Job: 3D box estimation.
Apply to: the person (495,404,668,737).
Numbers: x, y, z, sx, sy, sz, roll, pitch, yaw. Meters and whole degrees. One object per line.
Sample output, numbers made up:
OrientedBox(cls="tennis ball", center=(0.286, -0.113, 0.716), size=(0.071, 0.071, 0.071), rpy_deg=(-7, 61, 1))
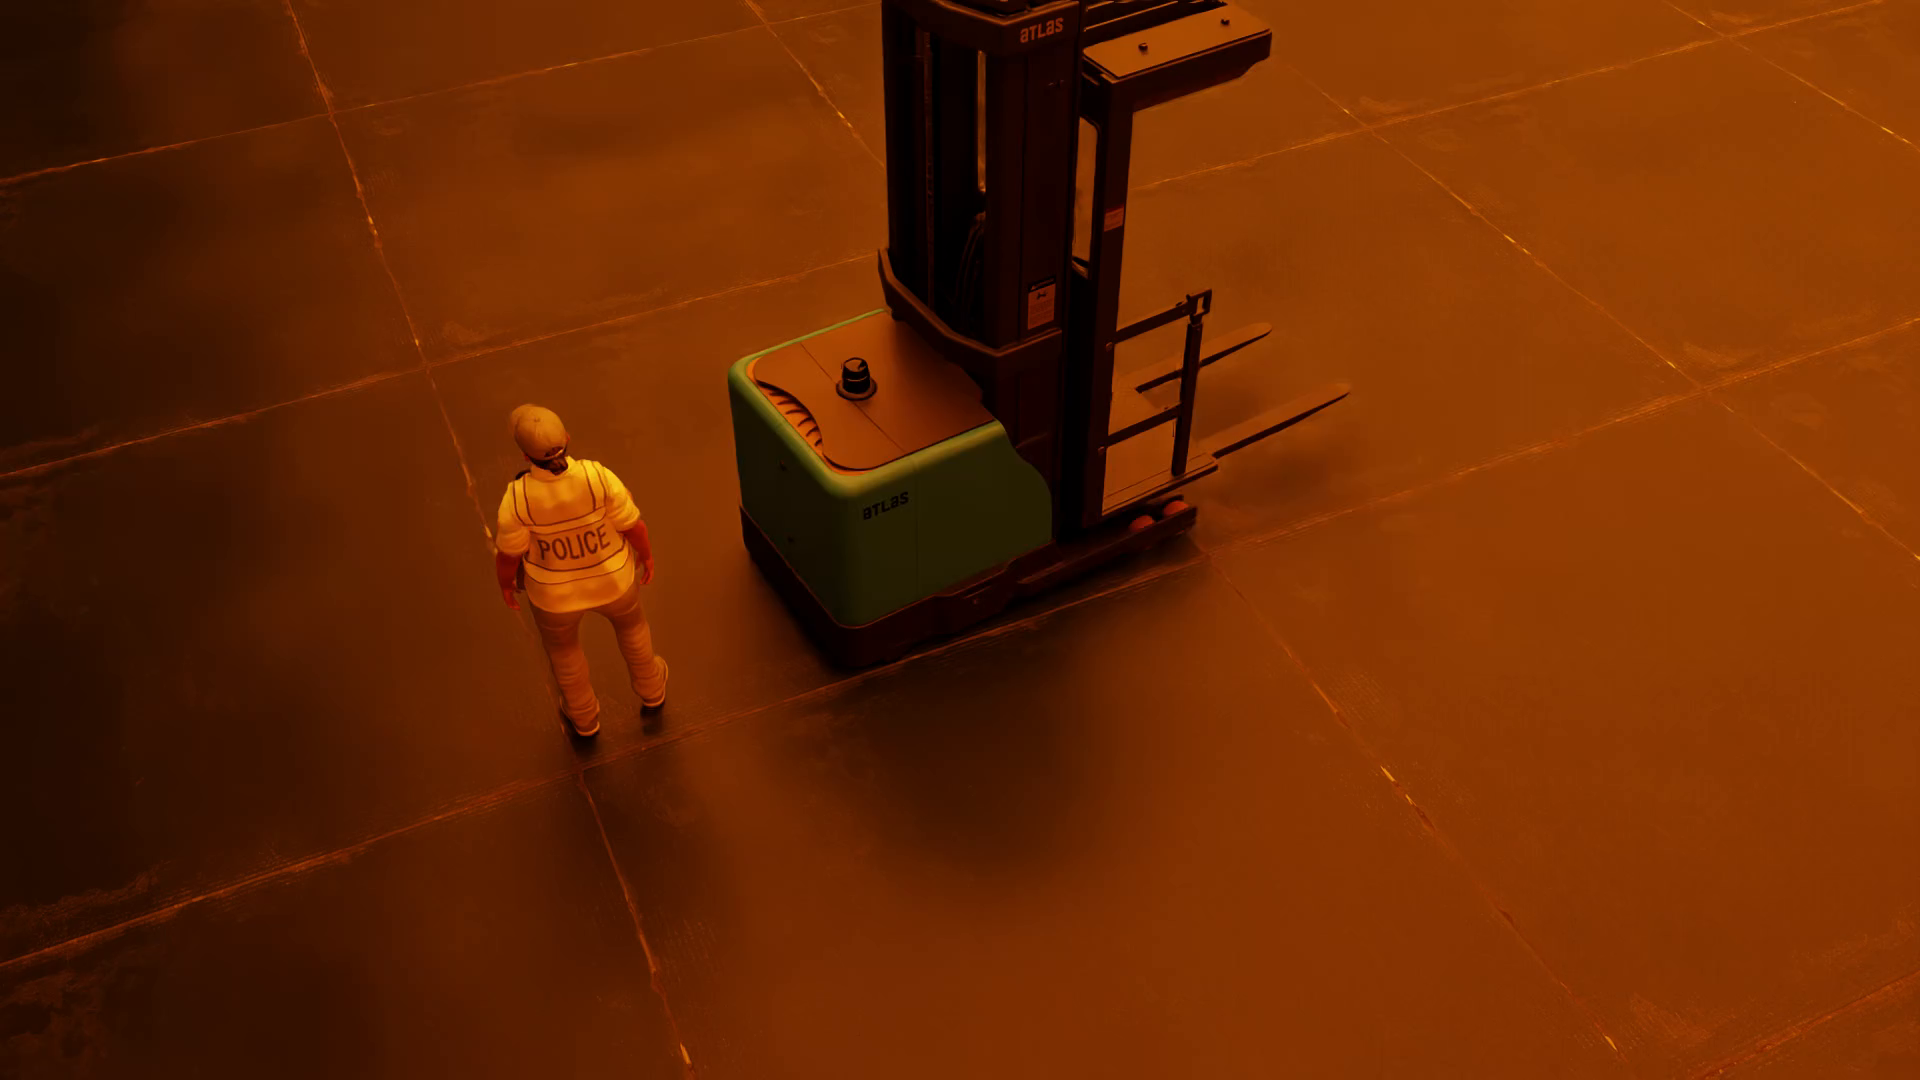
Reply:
OrientedBox(cls="person", center=(-1.493, 0.119, 6.479), size=(0.588, 1.670, 0.478), rpy_deg=(-14, 45, -15))

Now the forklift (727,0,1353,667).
OrientedBox(cls="forklift", center=(0.511, -1.303, 7.076), size=(3.031, 2.935, 1.130), rpy_deg=(-24, 48, -23))
